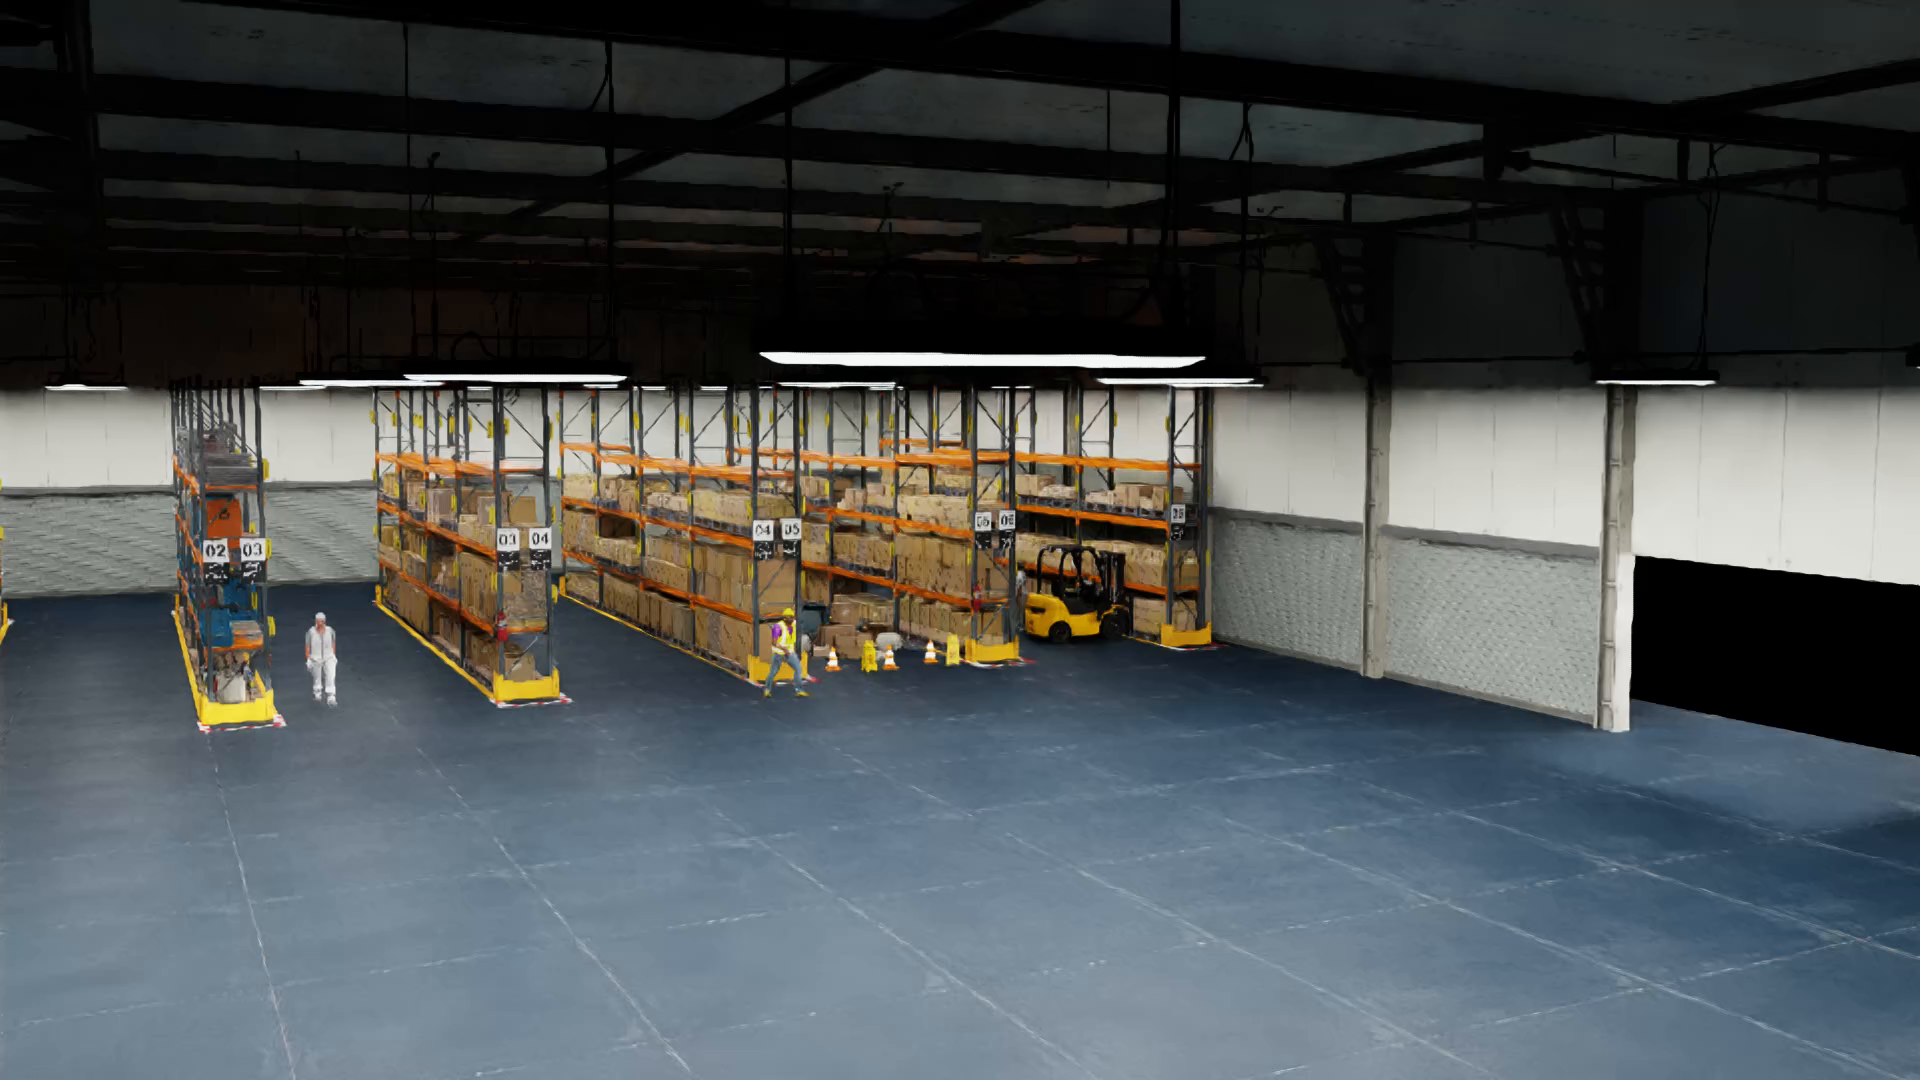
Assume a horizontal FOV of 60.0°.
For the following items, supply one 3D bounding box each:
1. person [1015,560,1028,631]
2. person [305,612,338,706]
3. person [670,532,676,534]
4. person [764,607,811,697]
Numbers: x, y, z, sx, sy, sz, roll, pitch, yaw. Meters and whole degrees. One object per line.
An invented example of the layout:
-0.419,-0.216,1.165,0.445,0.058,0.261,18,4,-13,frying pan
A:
1.434,1.326,39.989,0.528,1.671,0.531,0,5,2,person
-11.661,2.156,30.367,0.553,1.709,1.123,-2,6,-25,person
-8.114,0.652,47.066,0.591,1.744,0.674,-1,5,-8,person
-3.303,2.097,31.199,0.710,1.703,0.836,-5,7,-43,person
